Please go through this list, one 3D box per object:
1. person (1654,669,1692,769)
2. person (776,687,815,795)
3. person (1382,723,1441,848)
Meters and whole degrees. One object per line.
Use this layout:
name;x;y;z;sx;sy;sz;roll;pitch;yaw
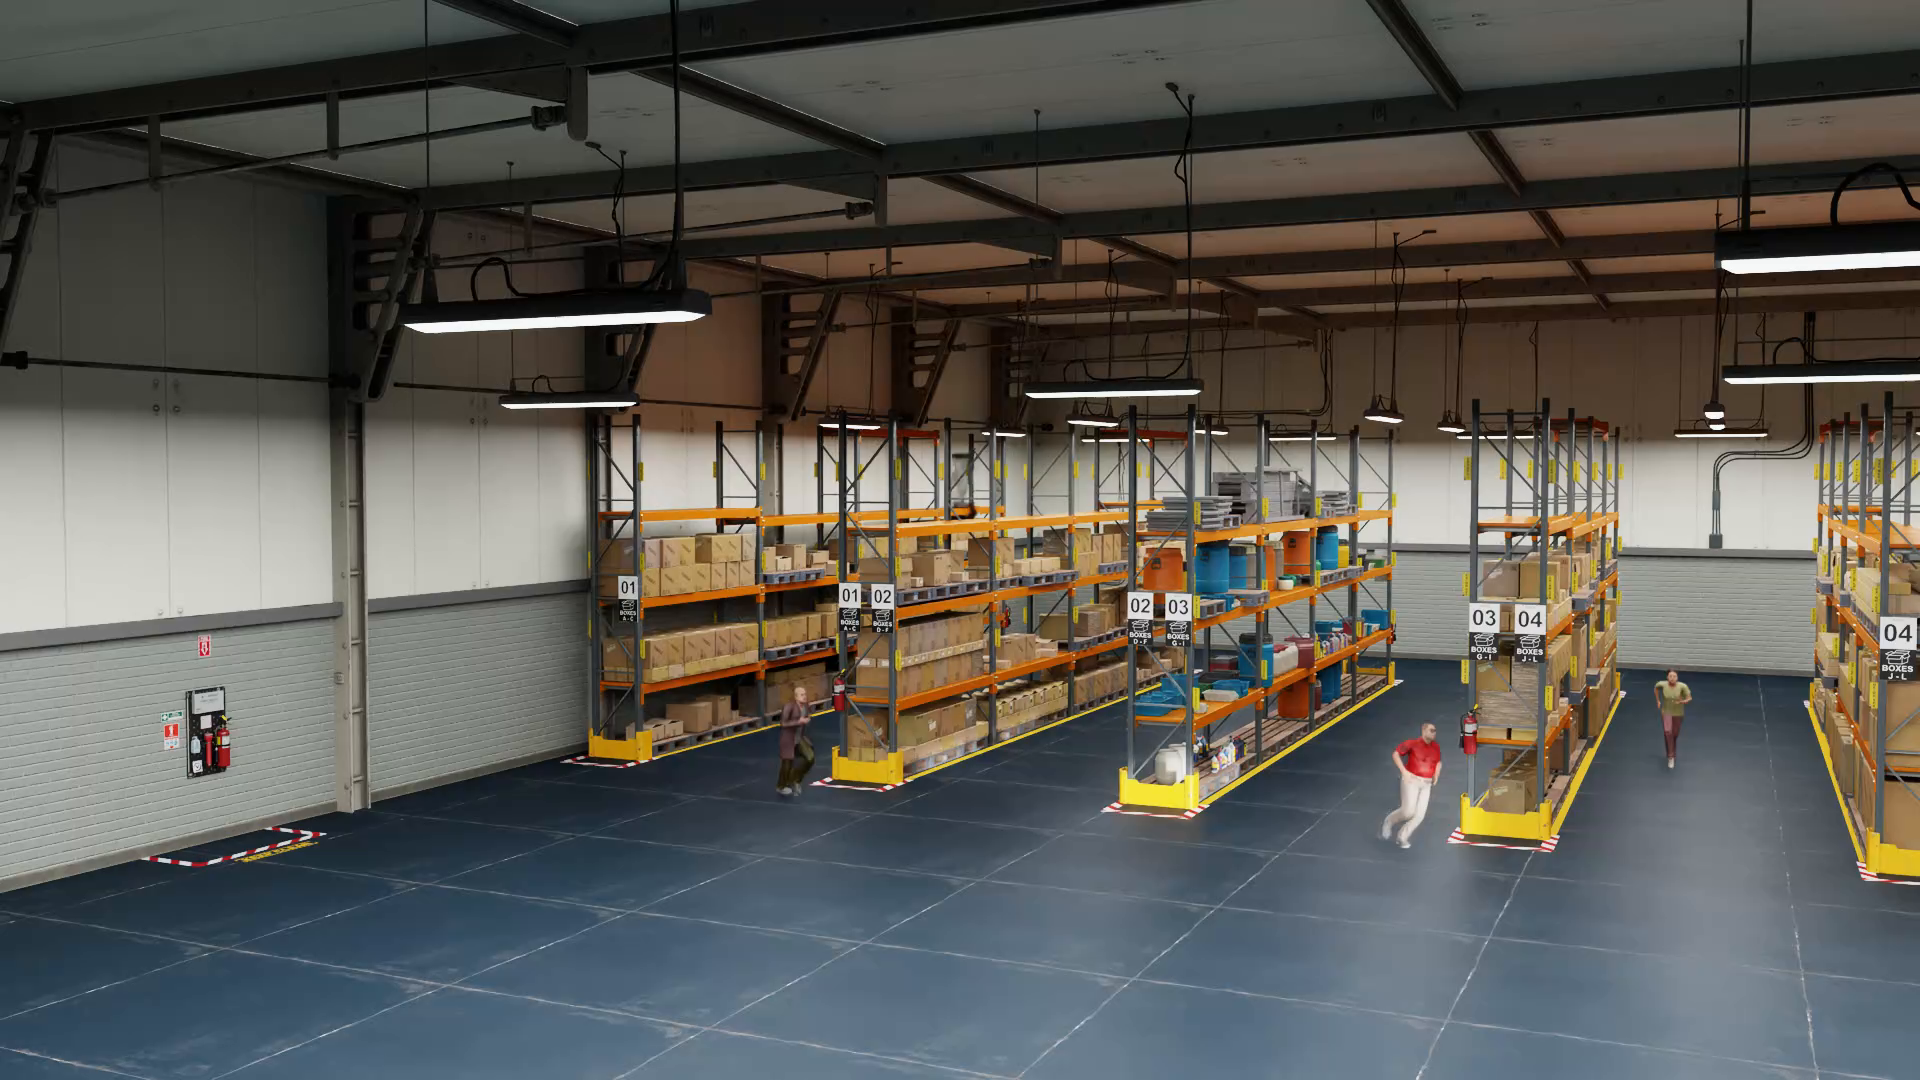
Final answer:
person;12.190;3.014;28.449;0.579;1.672;1.042;1;2;18
person;-2.515;3.170;25.407;0.680;1.518;0.932;-2;3;-41
person;6.119;3.269;22.317;0.749;1.650;0.615;-1;2;-18
